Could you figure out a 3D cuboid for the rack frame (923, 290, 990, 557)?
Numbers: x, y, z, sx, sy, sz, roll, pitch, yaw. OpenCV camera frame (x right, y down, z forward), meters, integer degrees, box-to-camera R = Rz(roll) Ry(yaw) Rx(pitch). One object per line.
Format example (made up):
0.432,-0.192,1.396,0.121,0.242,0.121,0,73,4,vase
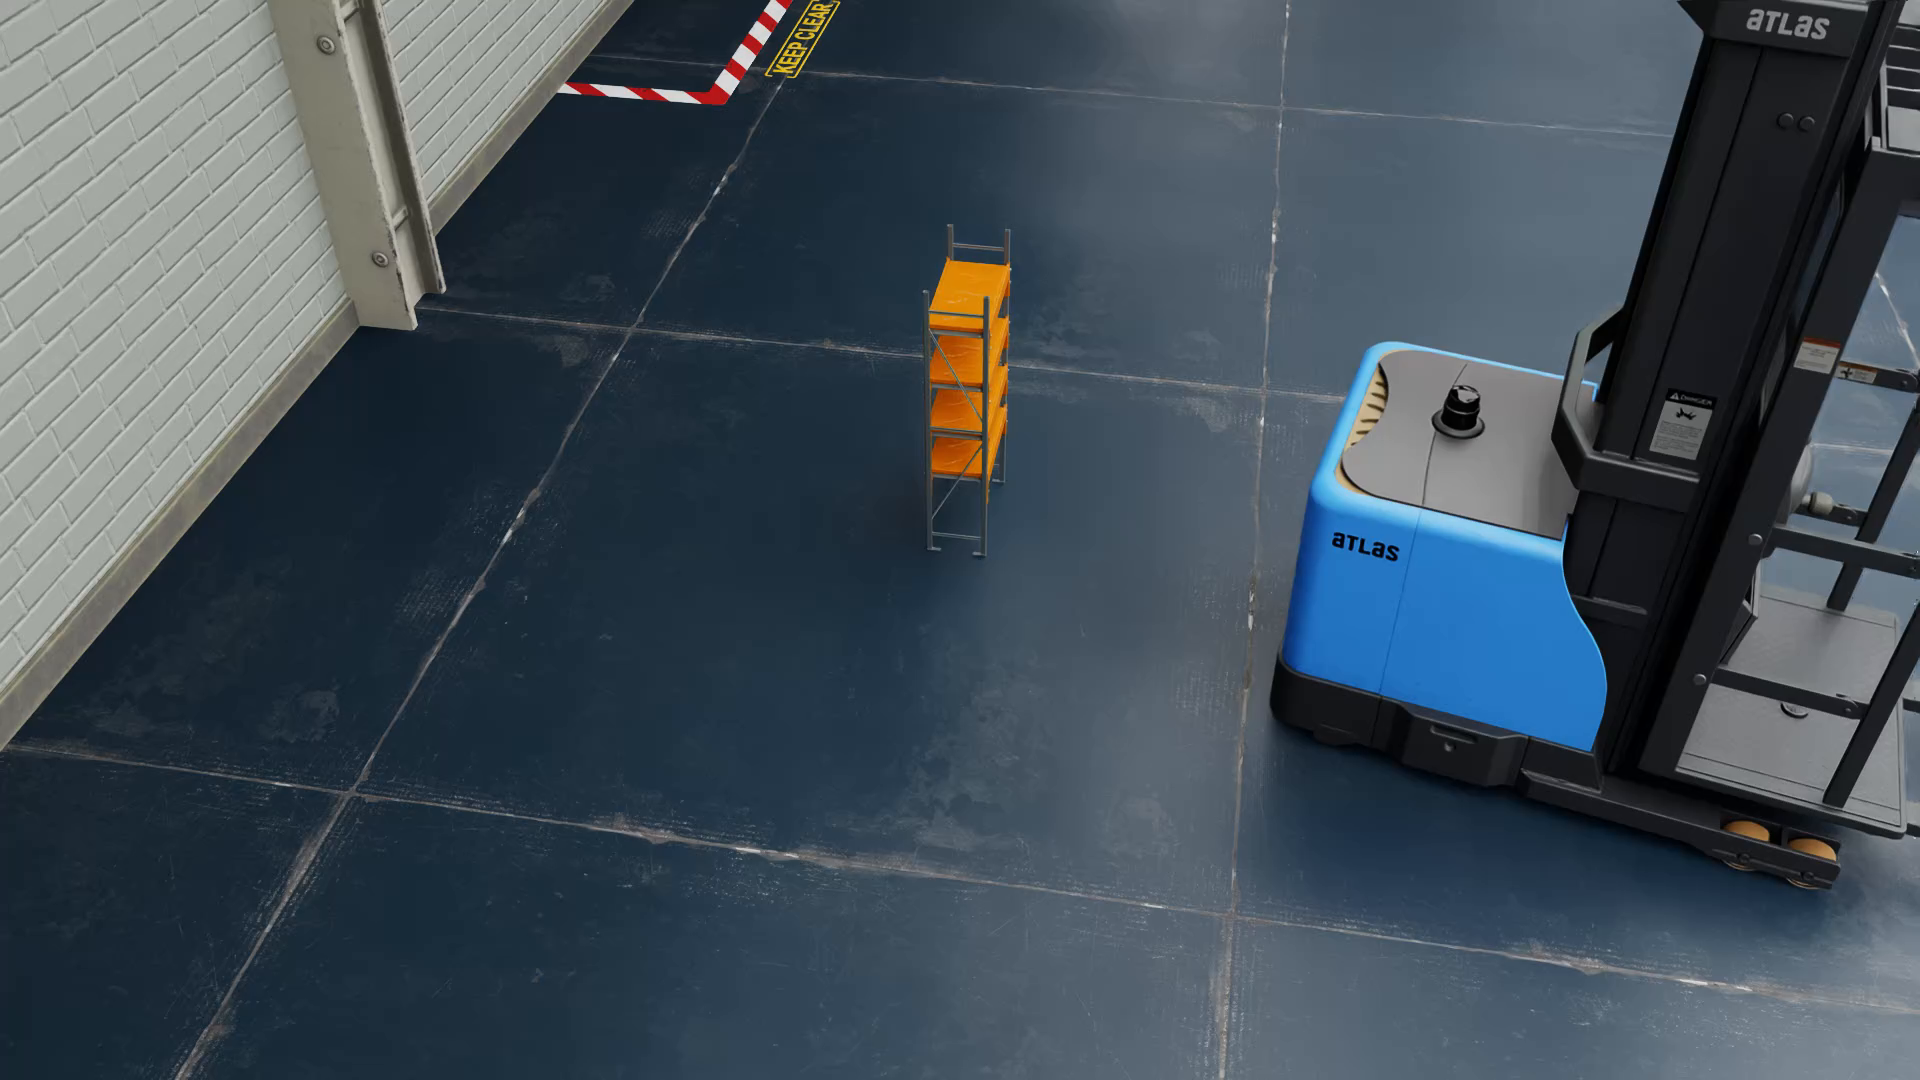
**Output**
-0.014,-0.413,6.308,0.240,1.200,0.015,6,40,8,rack frame

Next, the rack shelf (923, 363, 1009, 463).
0.029,-0.514,6.536,0.258,0.148,0.480,6,40,8,rack shelf

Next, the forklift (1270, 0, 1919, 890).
2.671,-0.388,4.919,3.031,2.935,1.130,15,42,17,forklift

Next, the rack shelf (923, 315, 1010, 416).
0.029,-0.687,6.394,0.258,0.148,0.480,6,40,8,rack shelf

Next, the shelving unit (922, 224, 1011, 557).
0.029,-0.566,6.493,0.258,1.200,0.503,6,40,8,shelving unit

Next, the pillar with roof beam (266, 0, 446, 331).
1.504,-4.138,4.693,9.100,9.000,0.400,6,40,8,pillar with roof beam

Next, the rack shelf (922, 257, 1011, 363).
0.029,-0.869,6.243,0.258,0.148,0.480,6,40,8,rack shelf

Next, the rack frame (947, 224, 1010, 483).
0.071,-0.719,6.679,0.240,1.200,0.015,6,40,8,rack frame

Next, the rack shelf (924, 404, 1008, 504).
0.029,-0.361,6.663,0.258,0.148,0.480,6,40,8,rack shelf
